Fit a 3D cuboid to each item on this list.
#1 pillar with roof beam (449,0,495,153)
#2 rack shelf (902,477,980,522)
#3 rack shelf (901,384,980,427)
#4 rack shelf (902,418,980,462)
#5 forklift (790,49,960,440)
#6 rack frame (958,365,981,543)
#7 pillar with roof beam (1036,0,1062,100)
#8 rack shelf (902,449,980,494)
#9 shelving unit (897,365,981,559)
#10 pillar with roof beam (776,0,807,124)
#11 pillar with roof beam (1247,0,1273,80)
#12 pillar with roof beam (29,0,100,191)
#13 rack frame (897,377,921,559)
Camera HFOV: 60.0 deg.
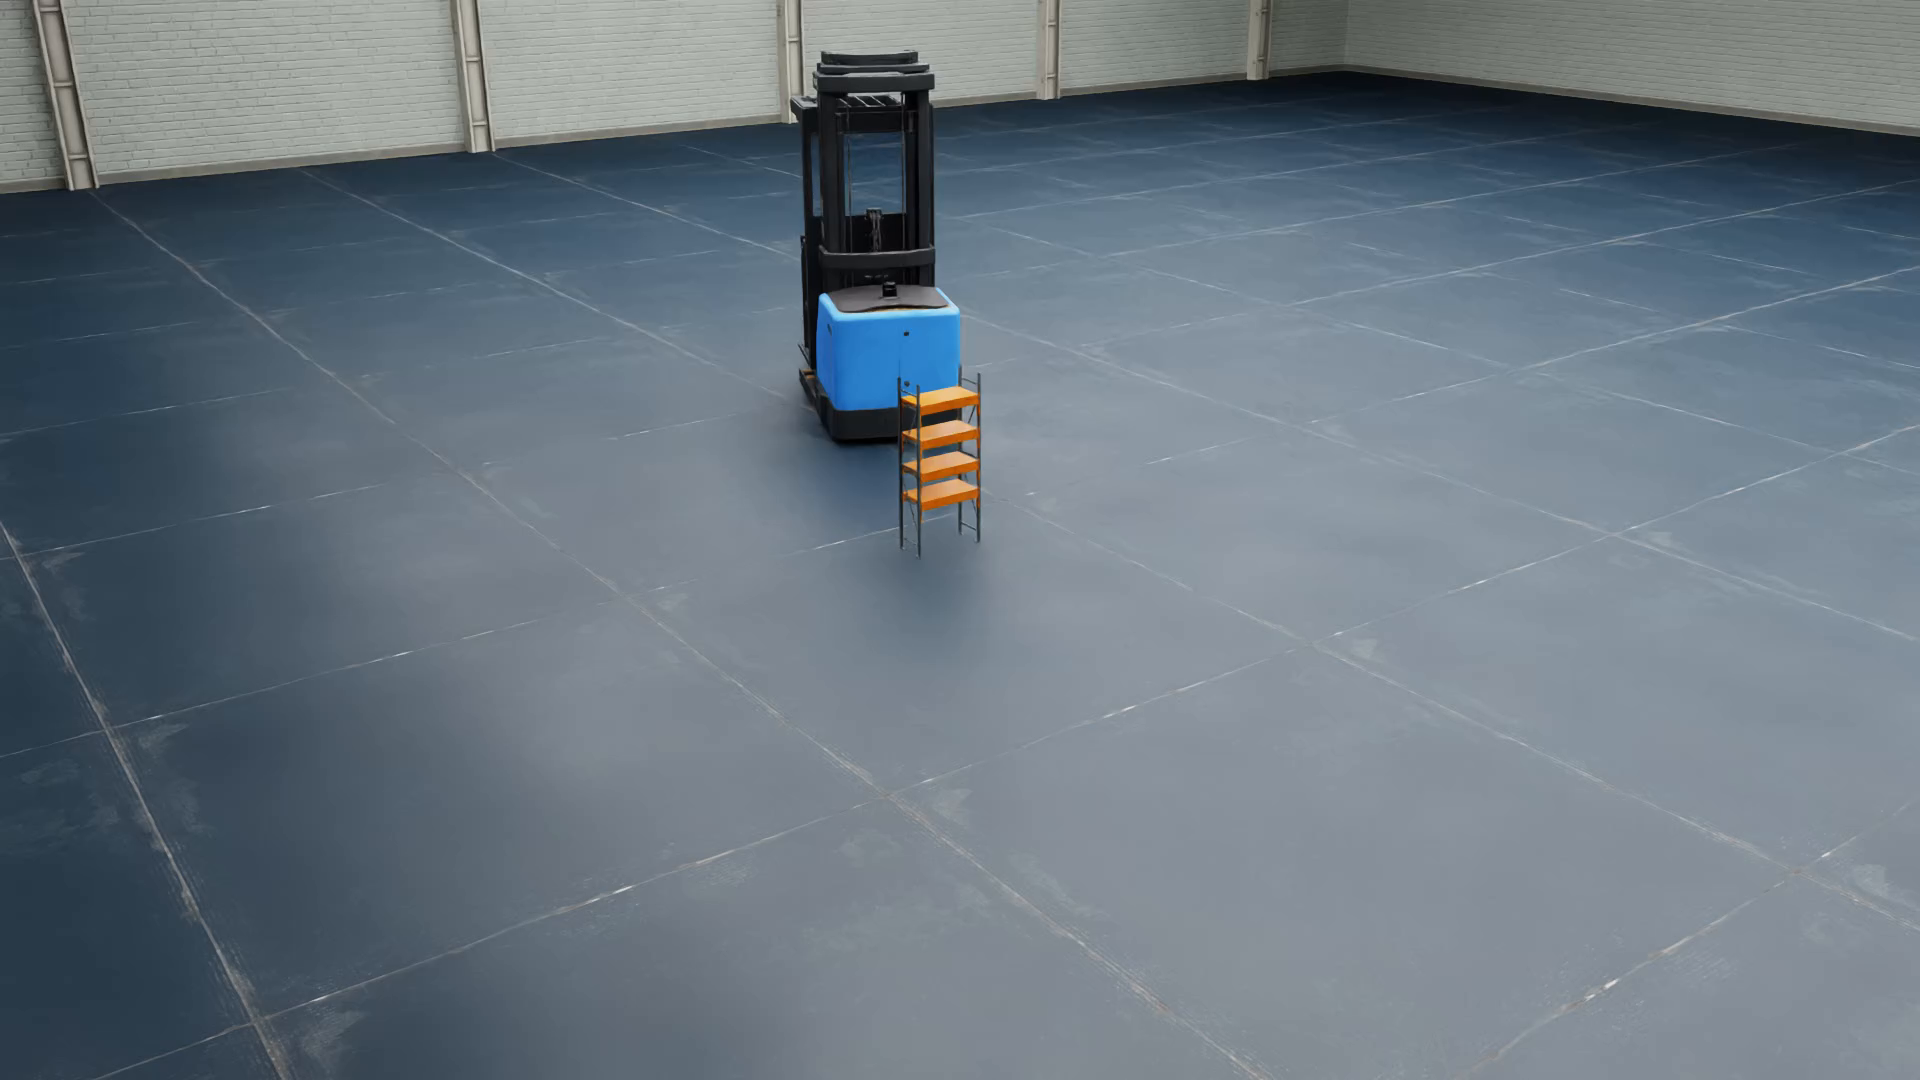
[{"bbox_3d":[-5.430,-9.331,22.639,0.400,9.000,9.100,-15,26,-33],"label":"pillar with roof beam"},{"bbox_3d":[-0.134,-0.275,11.183,0.480,0.148,0.258,-15,26,-33],"label":"rack shelf"},{"bbox_3d":[-0.134,-0.886,10.939,0.480,0.148,0.258,-15,26,-33],"label":"rack shelf"},{"bbox_3d":[-0.134,-0.667,11.026,0.480,0.148,0.258,-15,26,-33],"label":"rack shelf"},{"bbox_3d":[-0.812,-2.673,14.140,1.130,2.935,3.031,-5,22,-12],"label":"forklift"},{"bbox_3d":[0.064,-0.574,11.217,0.015,1.200,0.240,-15,26,-33],"label":"rack frame"},{"bbox_3d":[4.311,-11.929,29.148,0.400,9.000,9.100,-15,26,-33],"label":"pillar with roof beam"},{"bbox_3d":[-0.134,-0.459,11.109,0.480,0.148,0.258,-15,26,-33],"label":"rack shelf"},{"bbox_3d":[-0.134,-0.521,11.084,0.503,1.200,0.258,-15,26,-33],"label":"shelving unit"},{"bbox_3d":[-0.559,-10.630,25.893,0.400,9.000,9.100,-15,26,-33],"label":"pillar with roof beam"},{"bbox_3d":[9.182,-13.227,32.403,0.400,9.000,9.100,-15,26,-33],"label":"pillar with roof beam"},{"bbox_3d":[-10.300,-8.033,19.384,0.400,9.000,9.100,-15,26,-33],"label":"pillar with roof beam"},{"bbox_3d":[-0.332,-0.469,10.952,0.015,1.200,0.240,-15,26,-33],"label":"rack frame"}]
